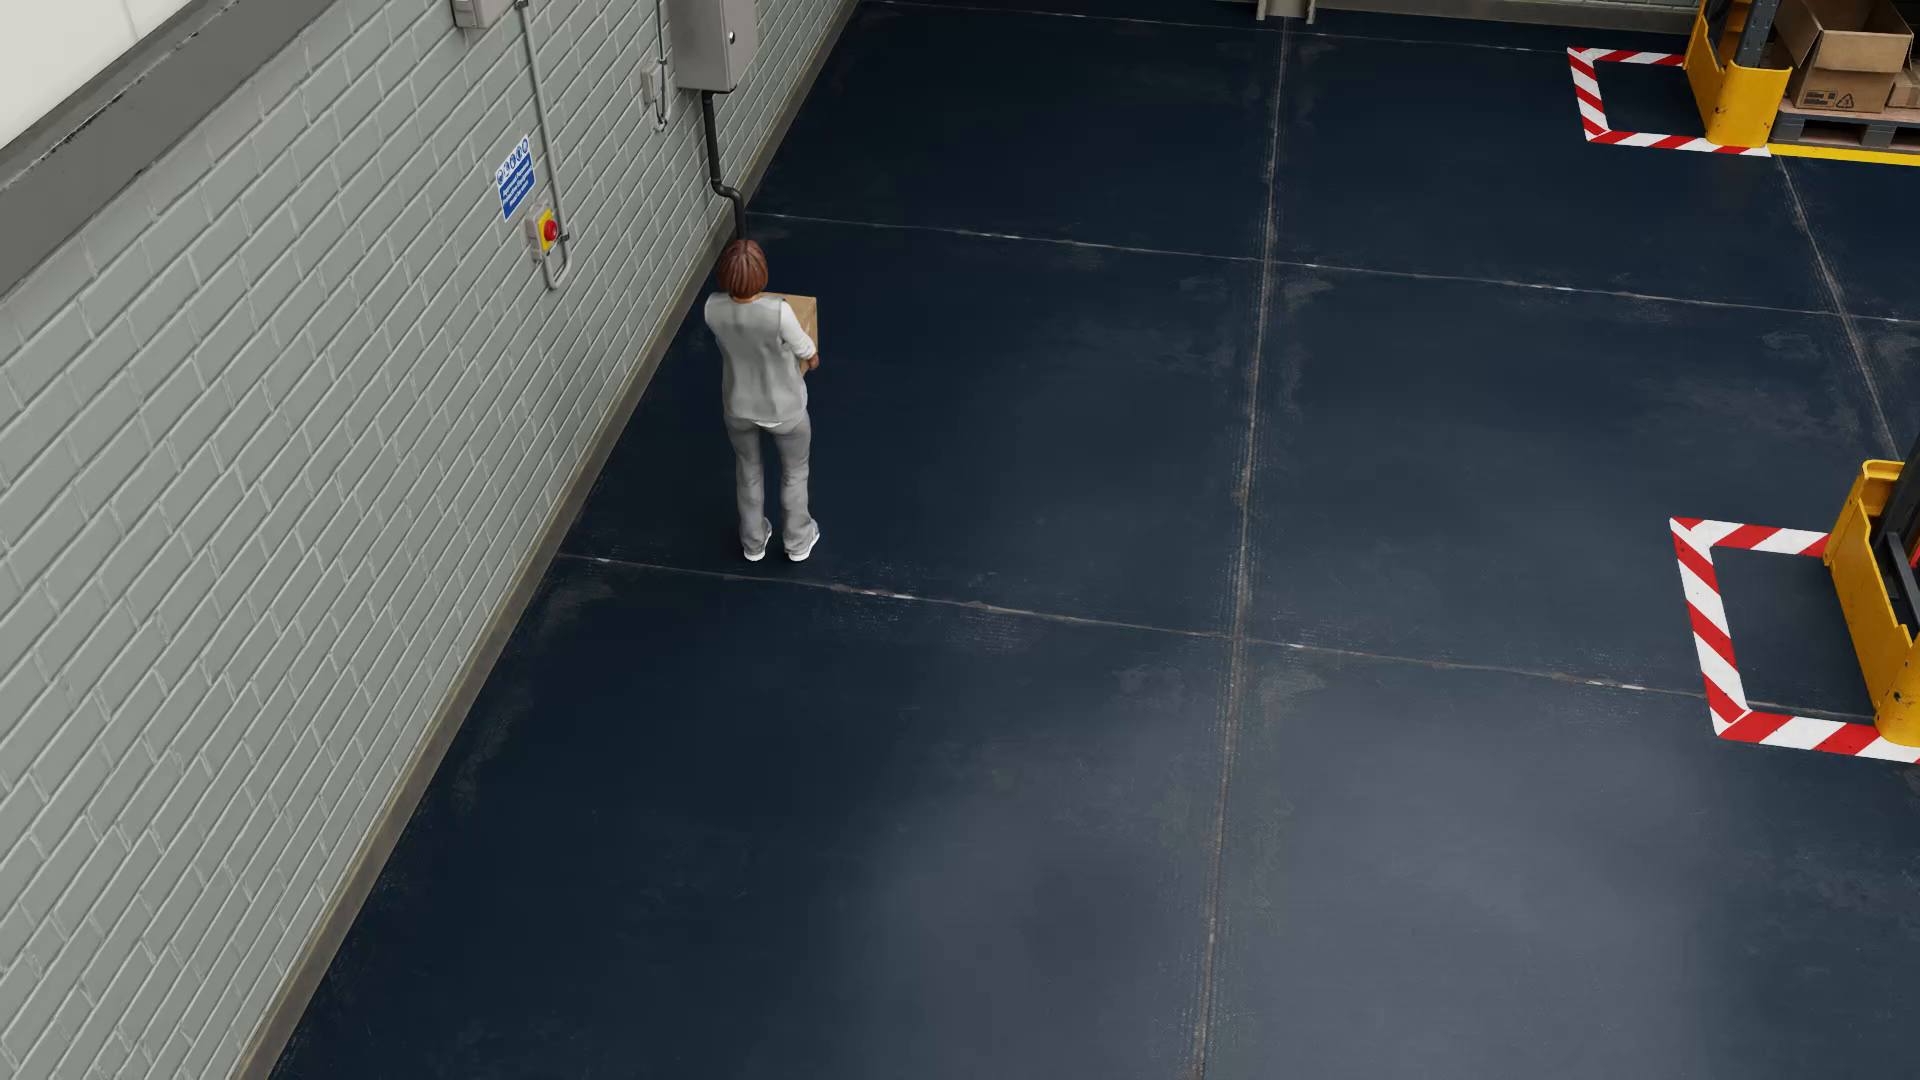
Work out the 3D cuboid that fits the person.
[{"bbox_3d":[-0.782,-0.601,6.859,0.404,1.591,0.493,7,42,8],"label":"person"}]
